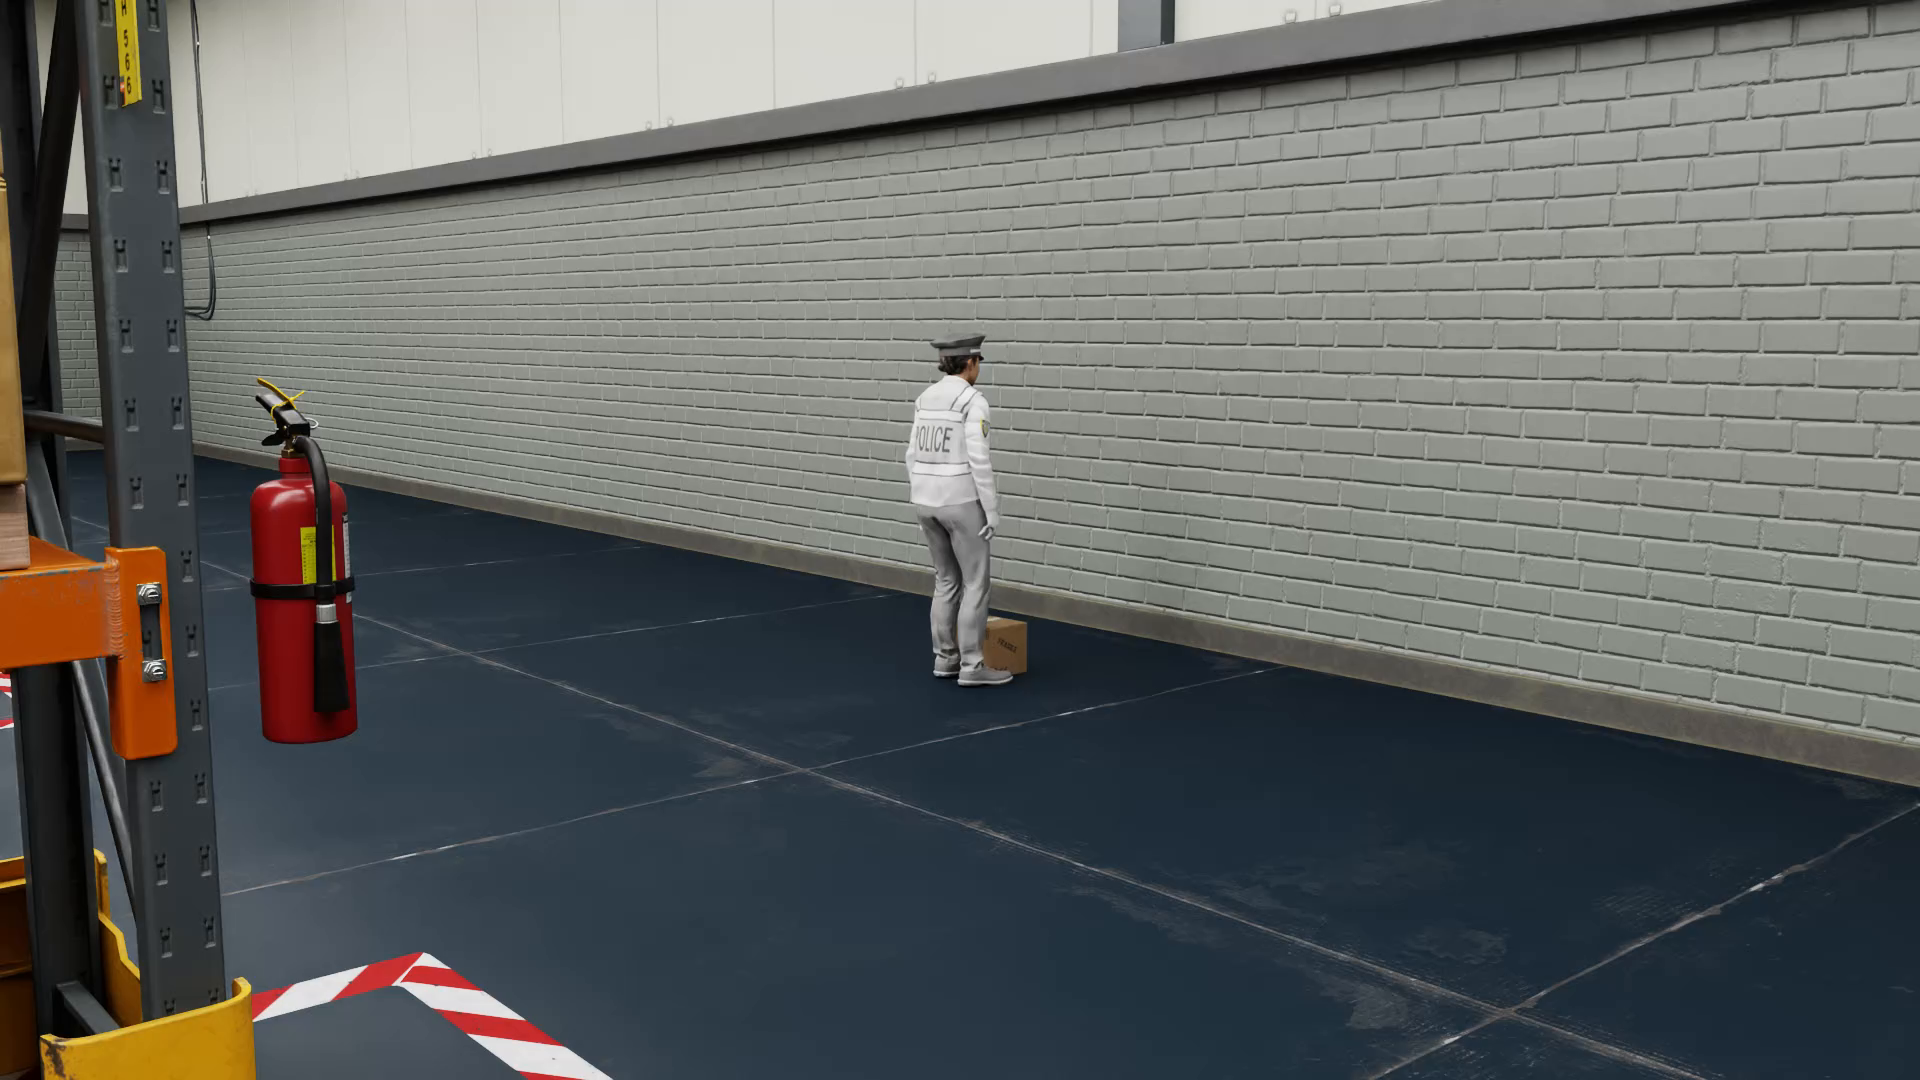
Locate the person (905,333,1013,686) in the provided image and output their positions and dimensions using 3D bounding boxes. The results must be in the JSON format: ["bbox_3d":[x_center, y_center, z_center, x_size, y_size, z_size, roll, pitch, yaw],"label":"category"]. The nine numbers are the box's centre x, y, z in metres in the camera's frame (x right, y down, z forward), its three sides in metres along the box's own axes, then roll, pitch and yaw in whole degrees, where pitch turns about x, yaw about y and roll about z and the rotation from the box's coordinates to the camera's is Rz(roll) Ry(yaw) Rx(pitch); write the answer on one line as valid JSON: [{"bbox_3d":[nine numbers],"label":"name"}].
[{"bbox_3d":[-0.011,-0.153,7.938,0.414,1.662,0.533,-7,10,-44],"label":"person"}]
